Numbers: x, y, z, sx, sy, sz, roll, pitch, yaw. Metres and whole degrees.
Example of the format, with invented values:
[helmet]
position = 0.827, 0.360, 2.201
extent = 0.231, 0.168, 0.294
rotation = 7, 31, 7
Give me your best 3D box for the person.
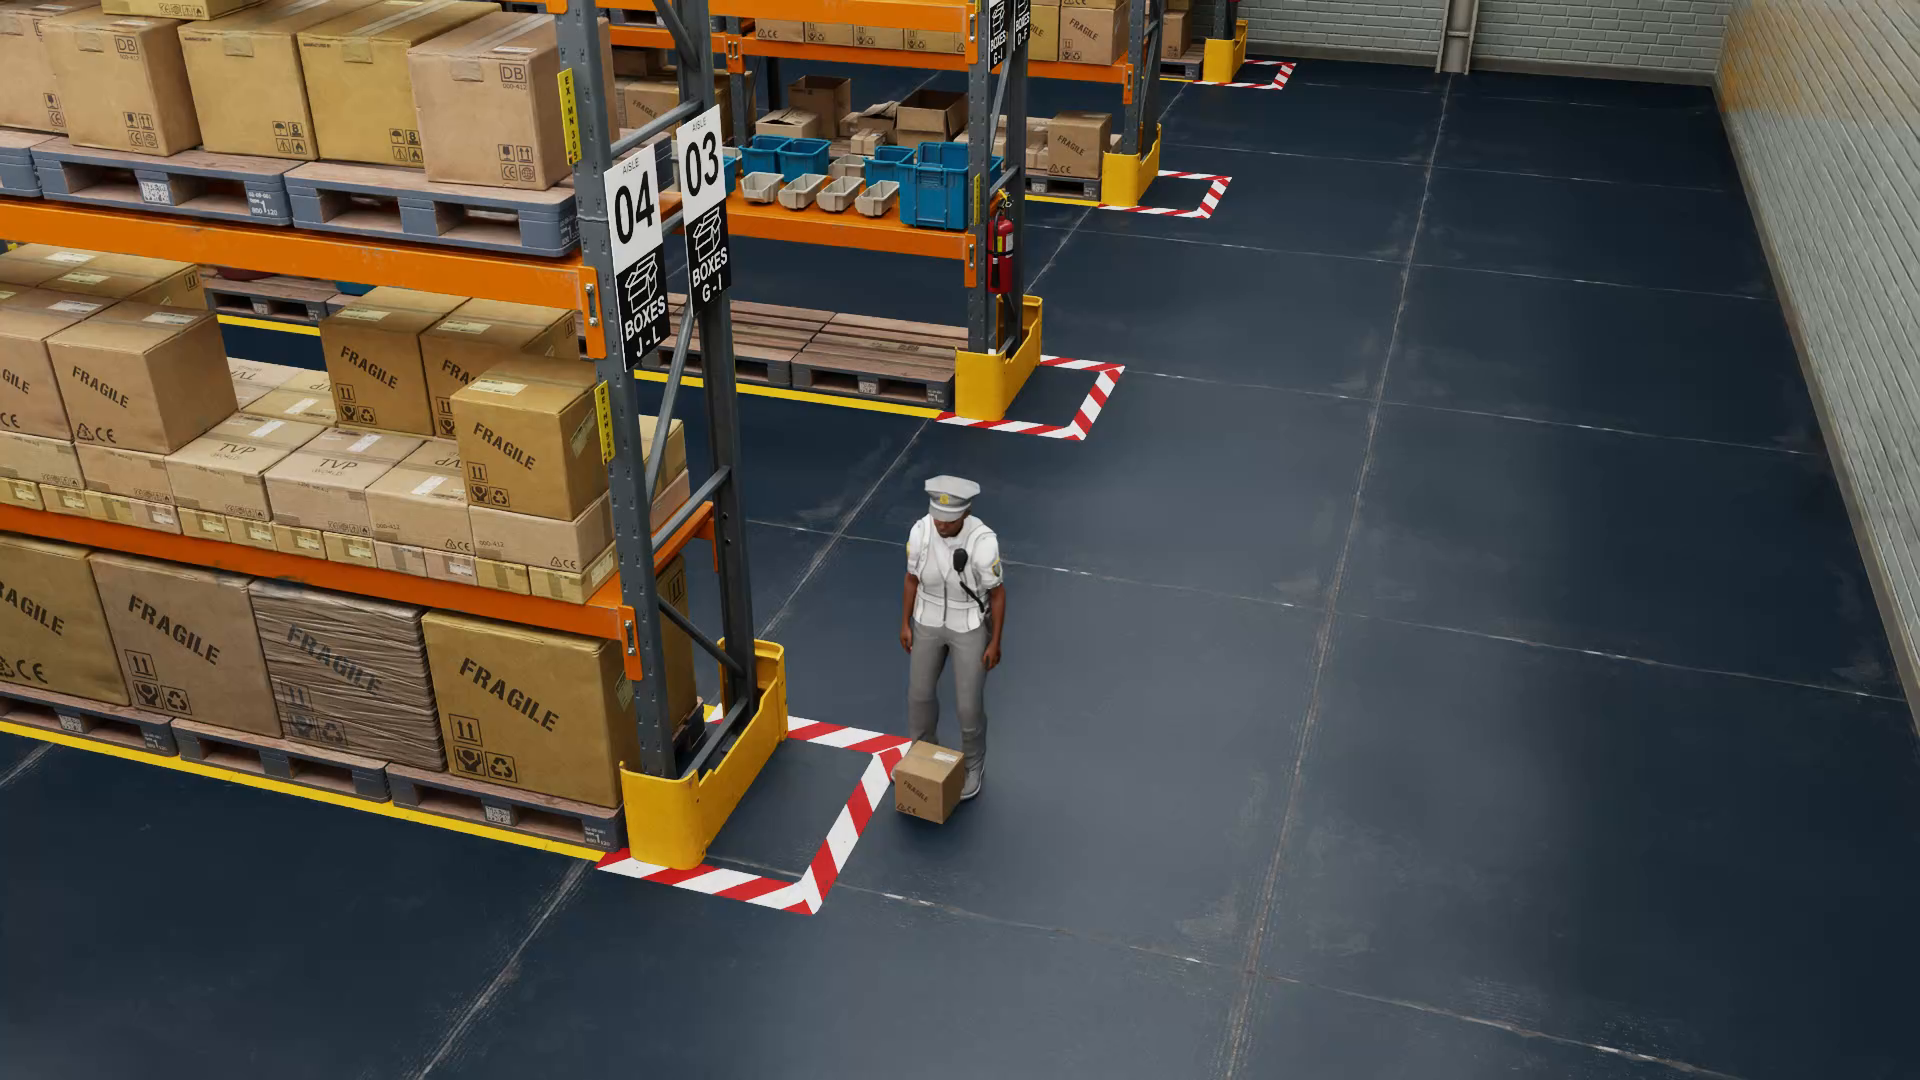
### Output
[person]
position = -0.053, 0.427, 7.741
extent = 0.530, 1.660, 0.398
rotation = 11, 31, 18
